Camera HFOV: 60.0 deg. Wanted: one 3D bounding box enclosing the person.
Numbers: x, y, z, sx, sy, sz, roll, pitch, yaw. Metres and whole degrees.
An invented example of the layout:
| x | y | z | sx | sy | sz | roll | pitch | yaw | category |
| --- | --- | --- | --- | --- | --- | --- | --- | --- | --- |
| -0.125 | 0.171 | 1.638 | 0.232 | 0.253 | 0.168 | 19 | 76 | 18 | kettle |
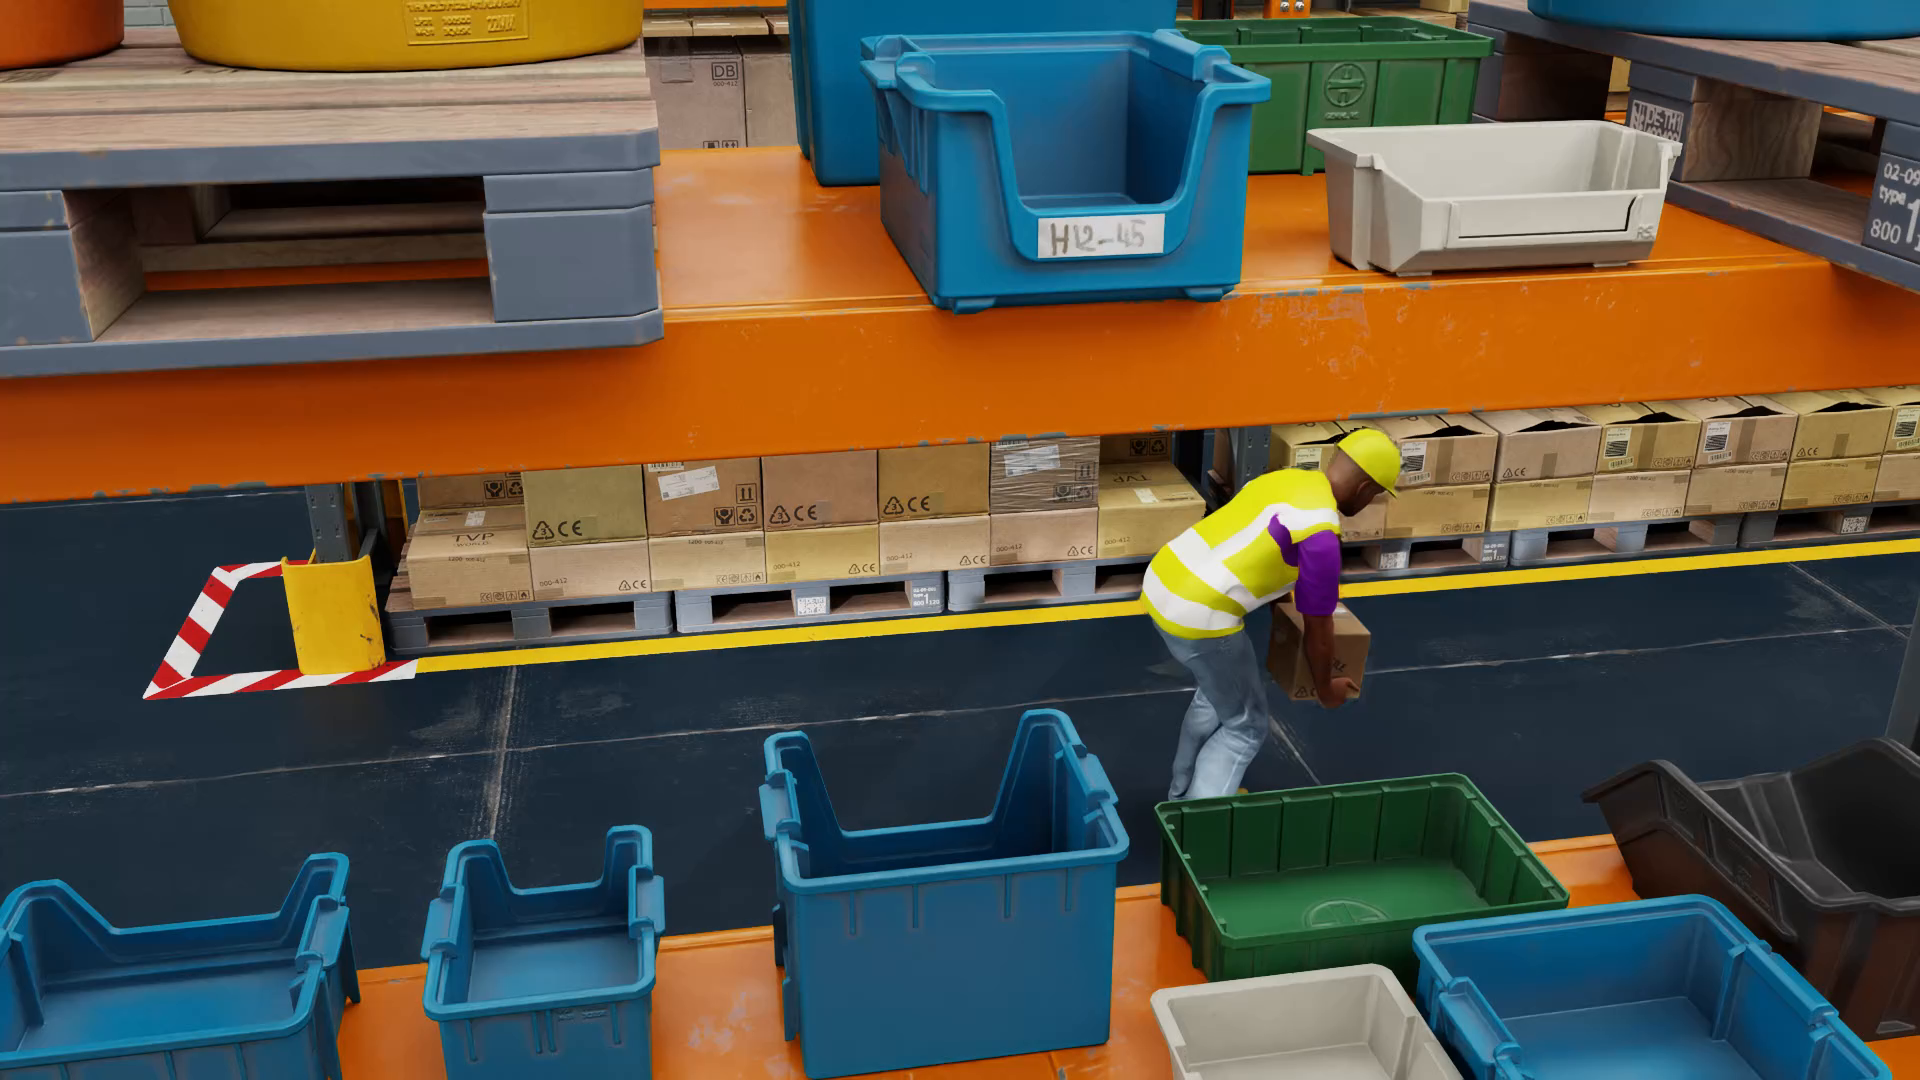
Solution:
| x | y | z | sx | sy | sz | roll | pitch | yaw | category |
| --- | --- | --- | --- | --- | --- | --- | --- | --- | --- |
| 1.043 | 0.333 | 5.684 | 0.857 | 1.453 | 0.488 | -5 | 24 | -11 | person |
